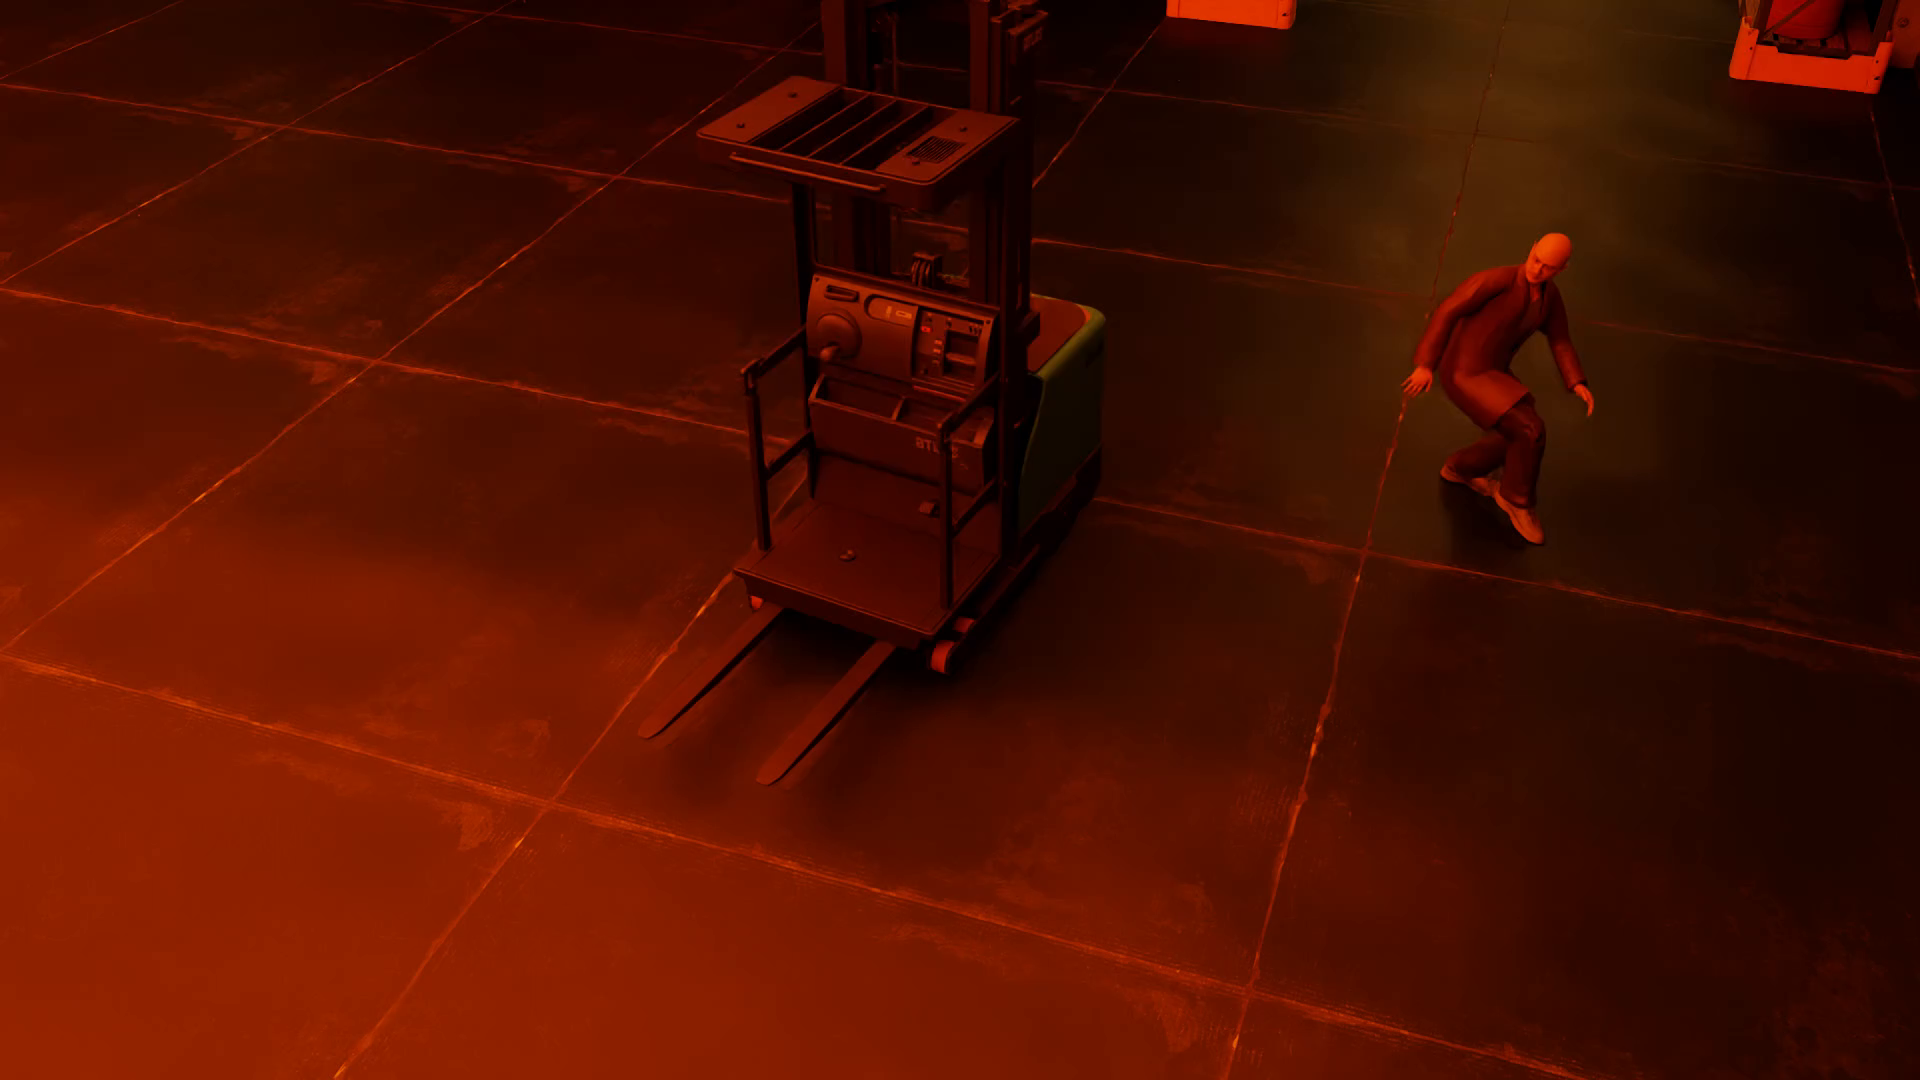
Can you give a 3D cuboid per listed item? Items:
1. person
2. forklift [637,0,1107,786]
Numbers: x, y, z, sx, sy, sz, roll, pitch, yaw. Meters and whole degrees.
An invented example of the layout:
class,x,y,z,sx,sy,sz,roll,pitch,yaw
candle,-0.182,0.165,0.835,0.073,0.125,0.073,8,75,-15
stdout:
class,x,y,z,sx,sy,sz,roll,pitch,yaw
person,2.784,-0.781,8.421,0.801,1.570,0.808,30,45,35
forklift,-0.375,-0.867,7.333,1.130,2.935,3.031,17,39,22
